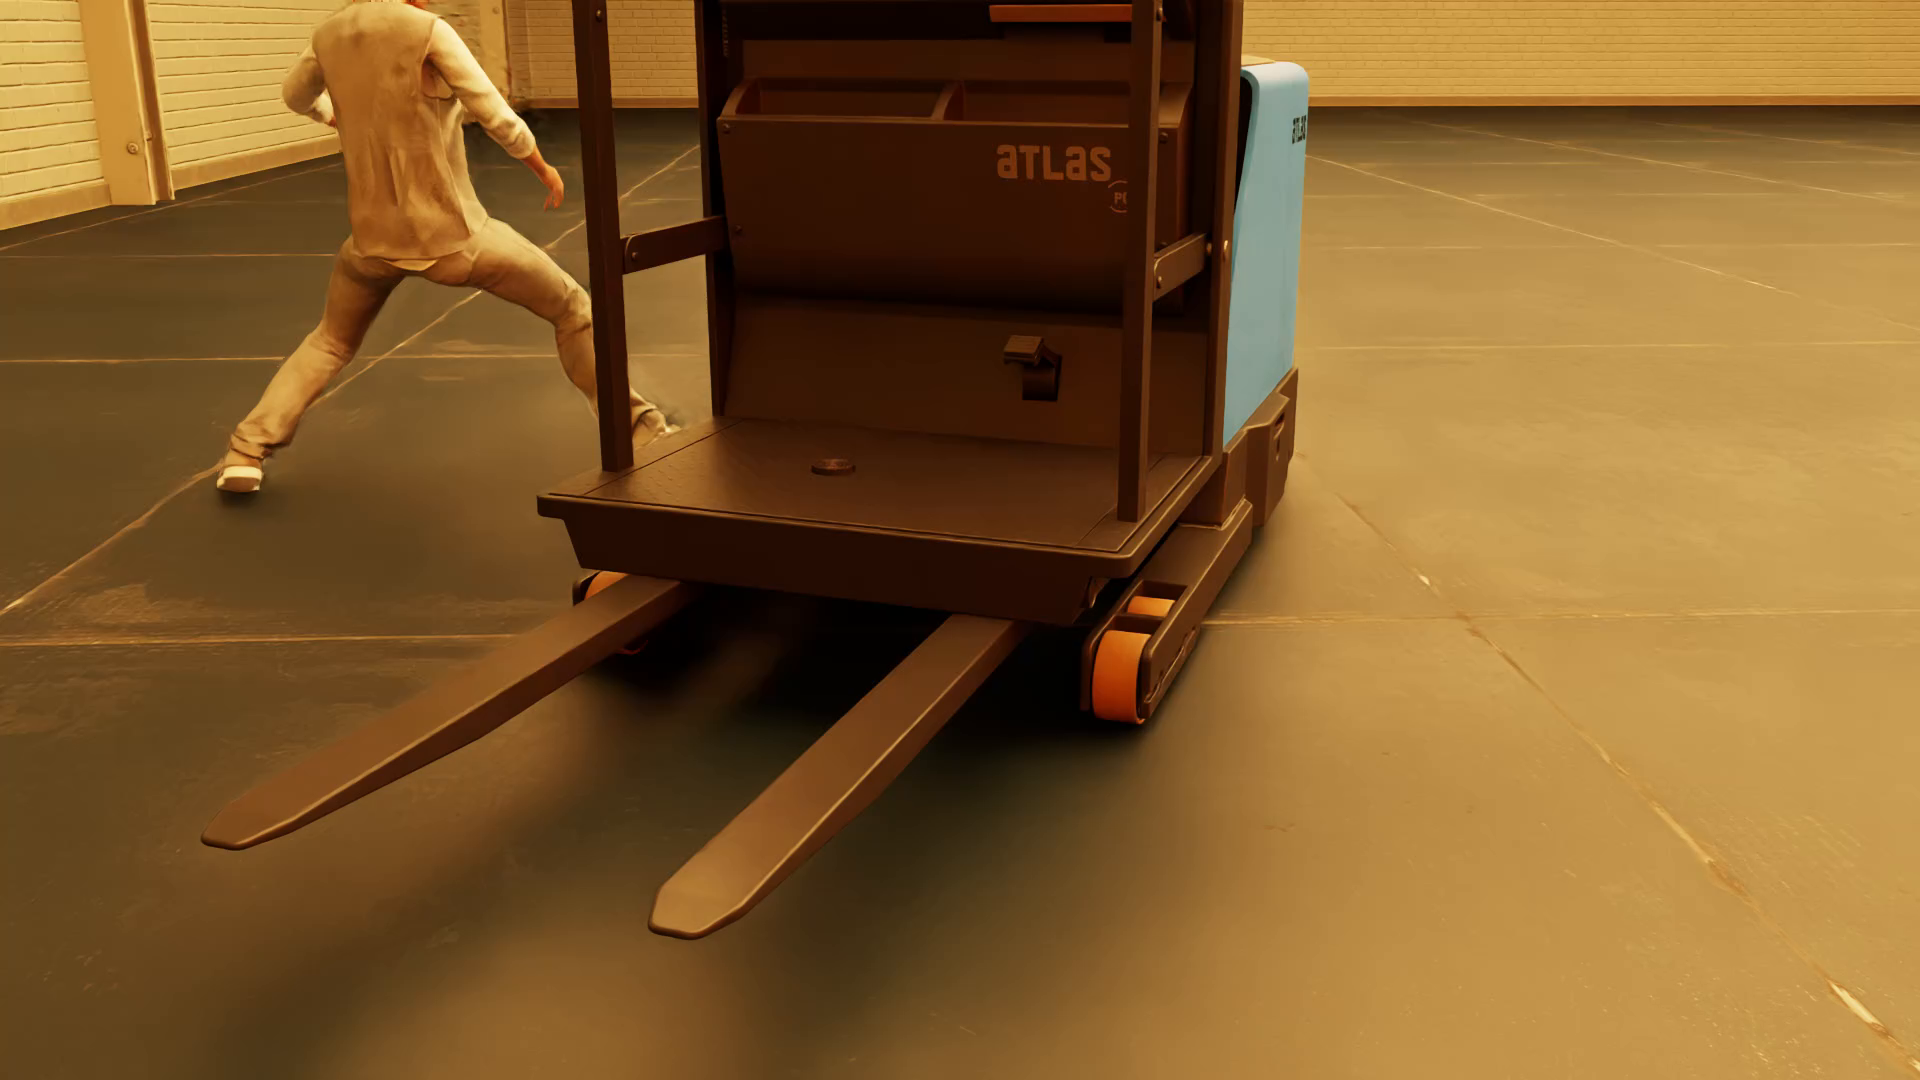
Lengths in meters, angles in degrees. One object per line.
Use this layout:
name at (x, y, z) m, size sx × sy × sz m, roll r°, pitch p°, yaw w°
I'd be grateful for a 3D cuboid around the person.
person at (-1.361, -0.840, 4.280) m, size 0.991 × 1.401 × 0.907 m, roll 6°, pitch 18°, yaw 19°

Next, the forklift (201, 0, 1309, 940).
forklift at (-0.089, -1.215, 2.880) m, size 1.130 × 2.935 × 3.031 m, roll 6°, pitch 18°, yaw 19°
